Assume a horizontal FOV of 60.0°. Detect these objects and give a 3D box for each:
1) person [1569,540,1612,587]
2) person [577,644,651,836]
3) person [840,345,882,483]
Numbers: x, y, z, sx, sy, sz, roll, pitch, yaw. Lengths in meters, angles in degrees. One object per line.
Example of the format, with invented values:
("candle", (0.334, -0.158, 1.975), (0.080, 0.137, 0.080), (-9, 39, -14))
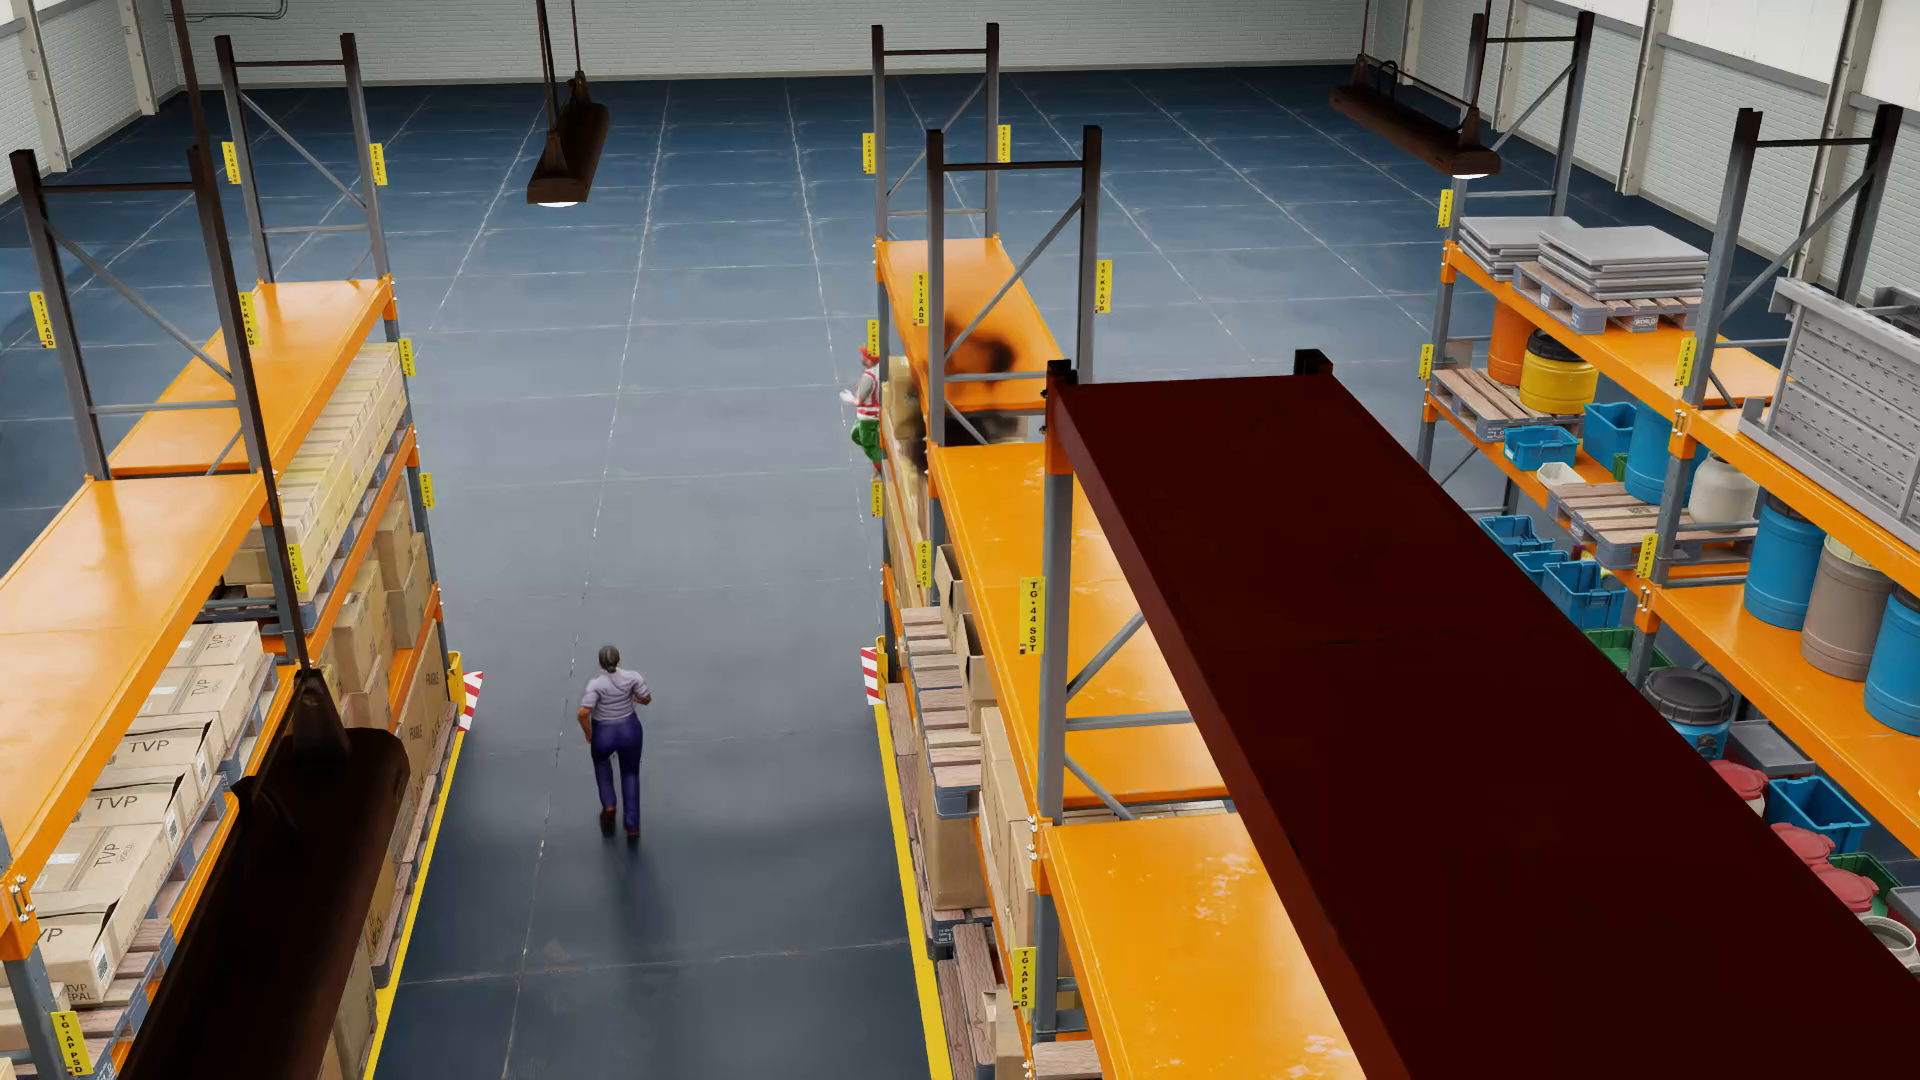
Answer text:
("person", (6.139, 0.270, 16.009), (0.747, 1.712, 0.590), (-8, 27, -17))
("person", (-2.749, 1.583, 13.322), (0.598, 1.685, 0.703), (-7, 26, -15))
("person", (-1.085, -1.483, 19.531), (0.645, 1.741, 0.639), (9, 27, 17))
